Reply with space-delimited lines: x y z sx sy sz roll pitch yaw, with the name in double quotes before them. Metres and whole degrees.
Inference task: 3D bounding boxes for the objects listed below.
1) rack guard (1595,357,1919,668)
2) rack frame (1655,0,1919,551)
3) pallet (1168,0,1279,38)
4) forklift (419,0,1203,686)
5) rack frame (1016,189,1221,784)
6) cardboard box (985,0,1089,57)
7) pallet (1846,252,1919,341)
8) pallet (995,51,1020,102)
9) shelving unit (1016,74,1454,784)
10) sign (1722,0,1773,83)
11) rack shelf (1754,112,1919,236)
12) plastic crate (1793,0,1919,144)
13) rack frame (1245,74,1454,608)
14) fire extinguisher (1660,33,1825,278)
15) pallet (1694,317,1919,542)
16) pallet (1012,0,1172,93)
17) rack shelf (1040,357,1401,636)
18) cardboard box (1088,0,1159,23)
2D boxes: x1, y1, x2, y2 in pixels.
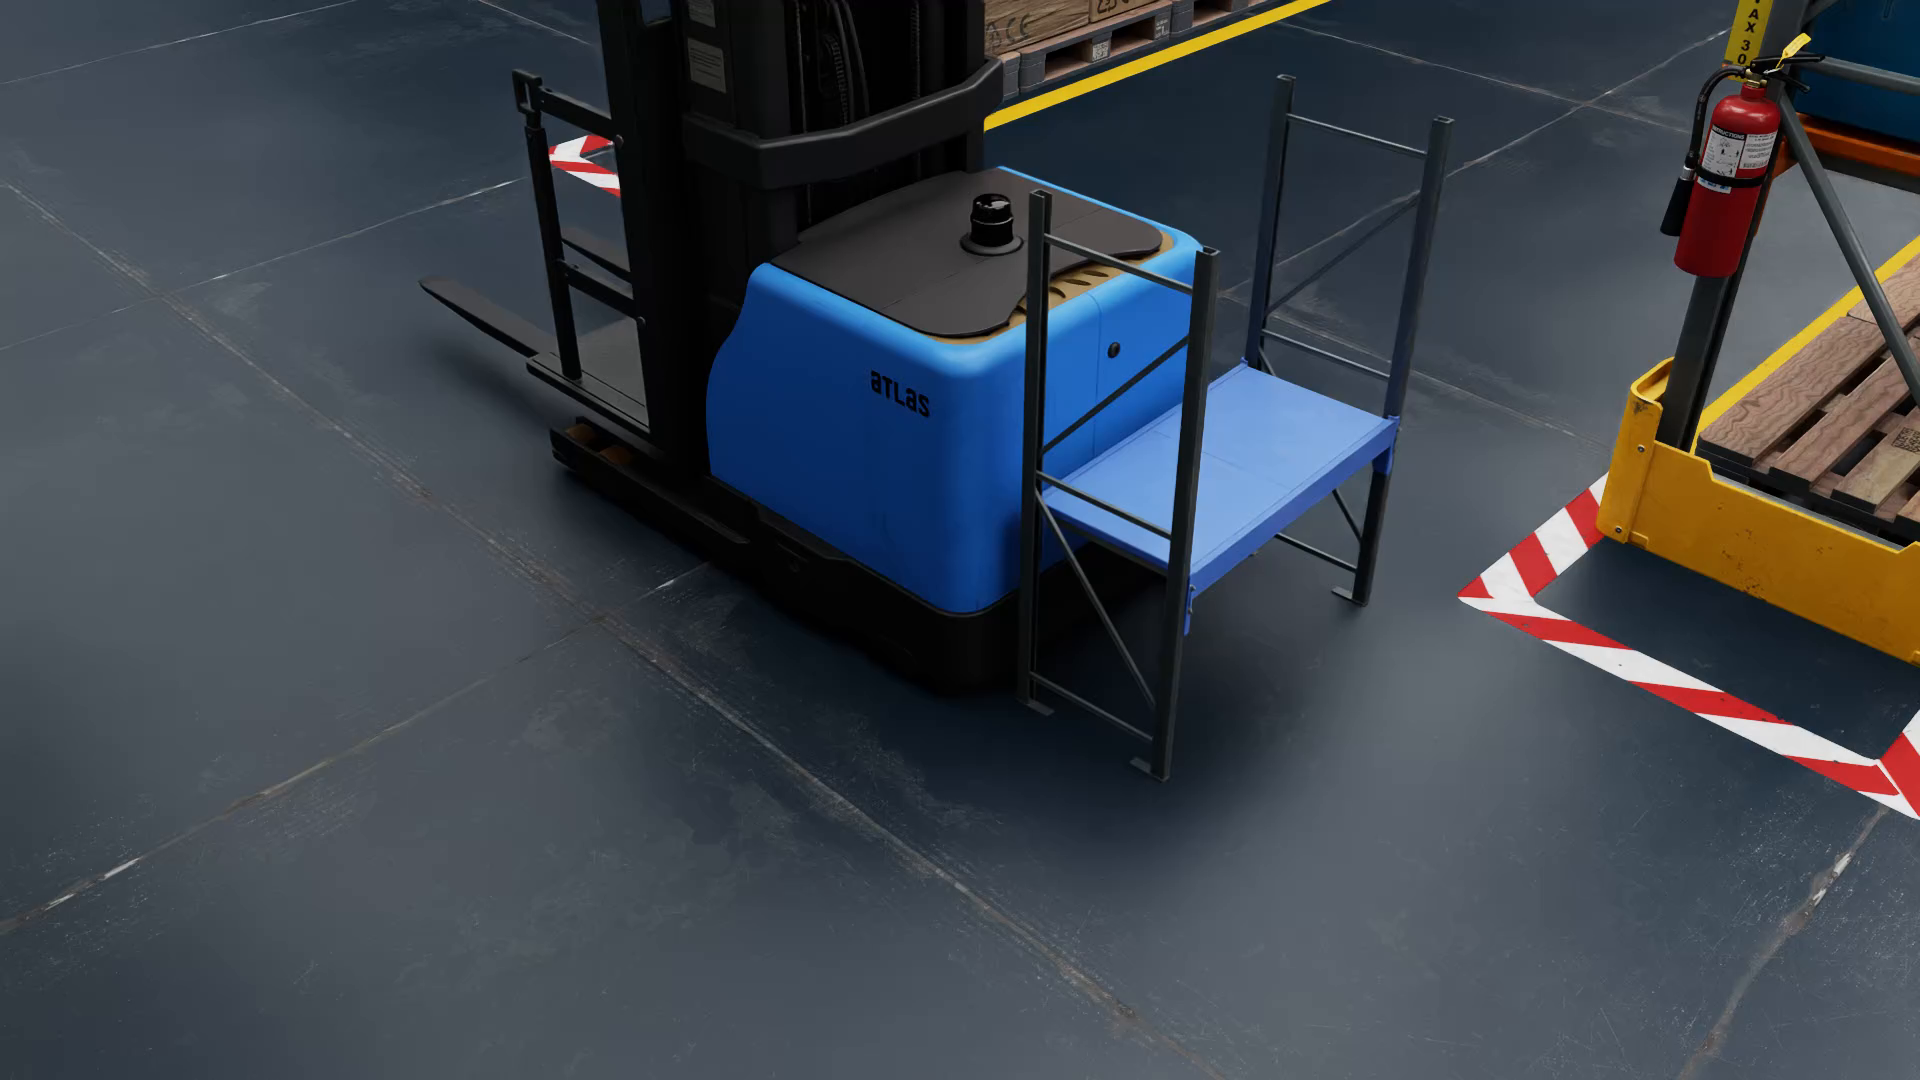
"rack guard" 2.538 -0.078 4.924 1.175 0.500 0.348 30 45 35
"rack frame" 2.545 -1.118 4.231 1.000 3.000 0.127 30 45 35
"pallet" 1.257 -3.317 9.822 1.003 0.211 1.213 30 45 35
"forklift" -0.719 -1.535 4.888 3.031 2.935 1.130 29 44 35
"rack frame" 0.353 -0.081 4.054 0.500 1.500 0.032 27 43 33
"cardboard box" 0.066 -3.076 8.529 0.875 0.875 0.875 30 45 35
"pallet" 4.013 -0.786 6.193 1.003 0.211 1.213 30 45 35
"pallet" -0.462 -2.326 8.401 1.003 0.211 1.213 30 45 35
"shelving unit" 0.690 -0.298 4.366 0.538 1.500 1.048 27 43 33
"sign" 2.144 -1.400 4.492 0.100 0.325 0.005 30 45 35
"rack shelf" 3.954 -1.635 5.601 1.077 0.370 4.000 30 45 35
"plastic crate" 2.649 -1.368 4.506 0.616 0.435 0.499 30 45 35
"rack frame" 1.028 -0.515 4.677 0.500 1.500 0.032 27 43 33
"fire extinguisher" 2.117 -1.055 4.534 0.296 0.674 0.183 30 45 35
"pallet" 3.154 -0.293 5.486 1.003 0.211 1.213 30 45 35
"pallet" 0.398 -2.819 9.108 1.003 0.211 1.213 30 45 35
"rack shelf" 0.690 -0.150 4.469 0.538 0.185 1.000 27 43 33
"cardboard box" 0.693 -3.438 9.047 0.875 0.875 0.875 30 45 35
